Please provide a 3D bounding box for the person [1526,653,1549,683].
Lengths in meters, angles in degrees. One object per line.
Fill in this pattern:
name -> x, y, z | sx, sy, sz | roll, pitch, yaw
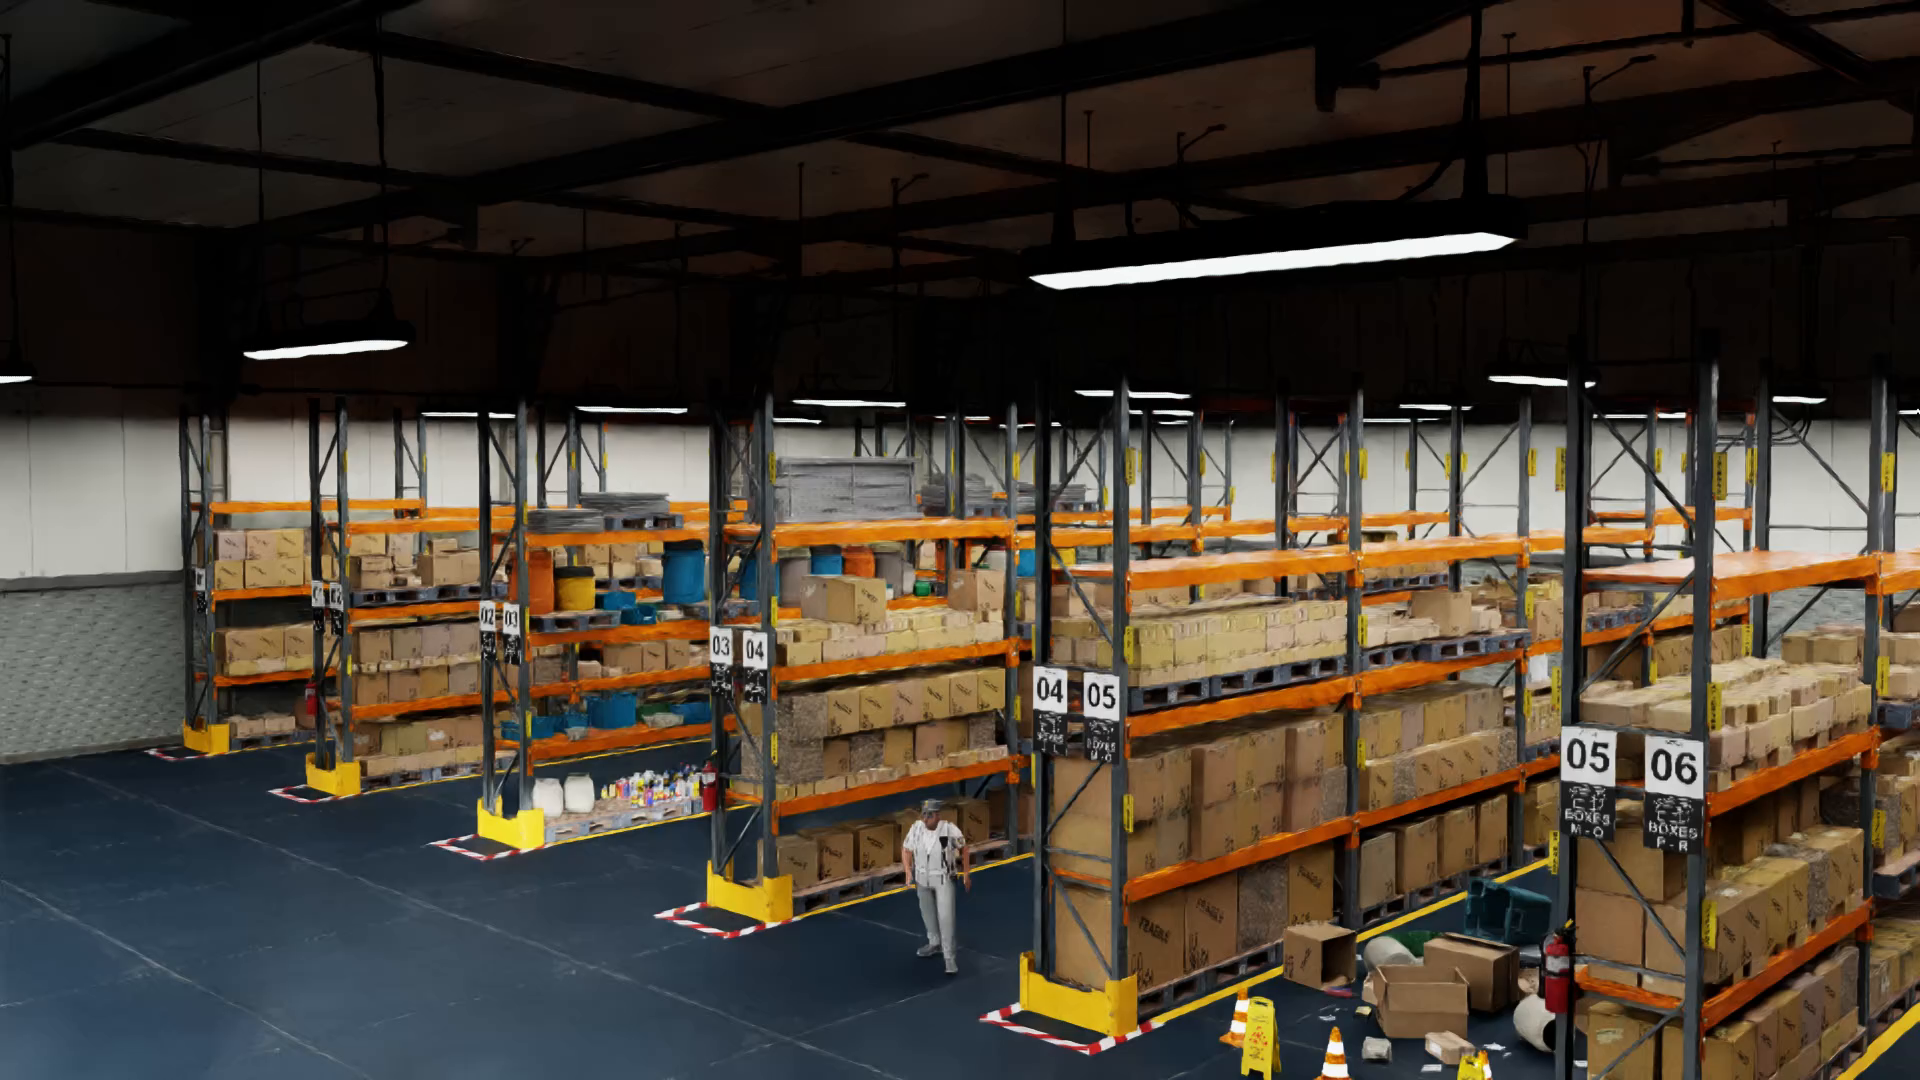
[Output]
person -> 10.978, 2.627, 31.456 | 0.599, 1.773, 0.626 | -1, 3, -10

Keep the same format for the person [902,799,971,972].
person -> -0.229, 3.430, 16.777 | 0.692, 1.690, 0.788 | 1, 3, 23
